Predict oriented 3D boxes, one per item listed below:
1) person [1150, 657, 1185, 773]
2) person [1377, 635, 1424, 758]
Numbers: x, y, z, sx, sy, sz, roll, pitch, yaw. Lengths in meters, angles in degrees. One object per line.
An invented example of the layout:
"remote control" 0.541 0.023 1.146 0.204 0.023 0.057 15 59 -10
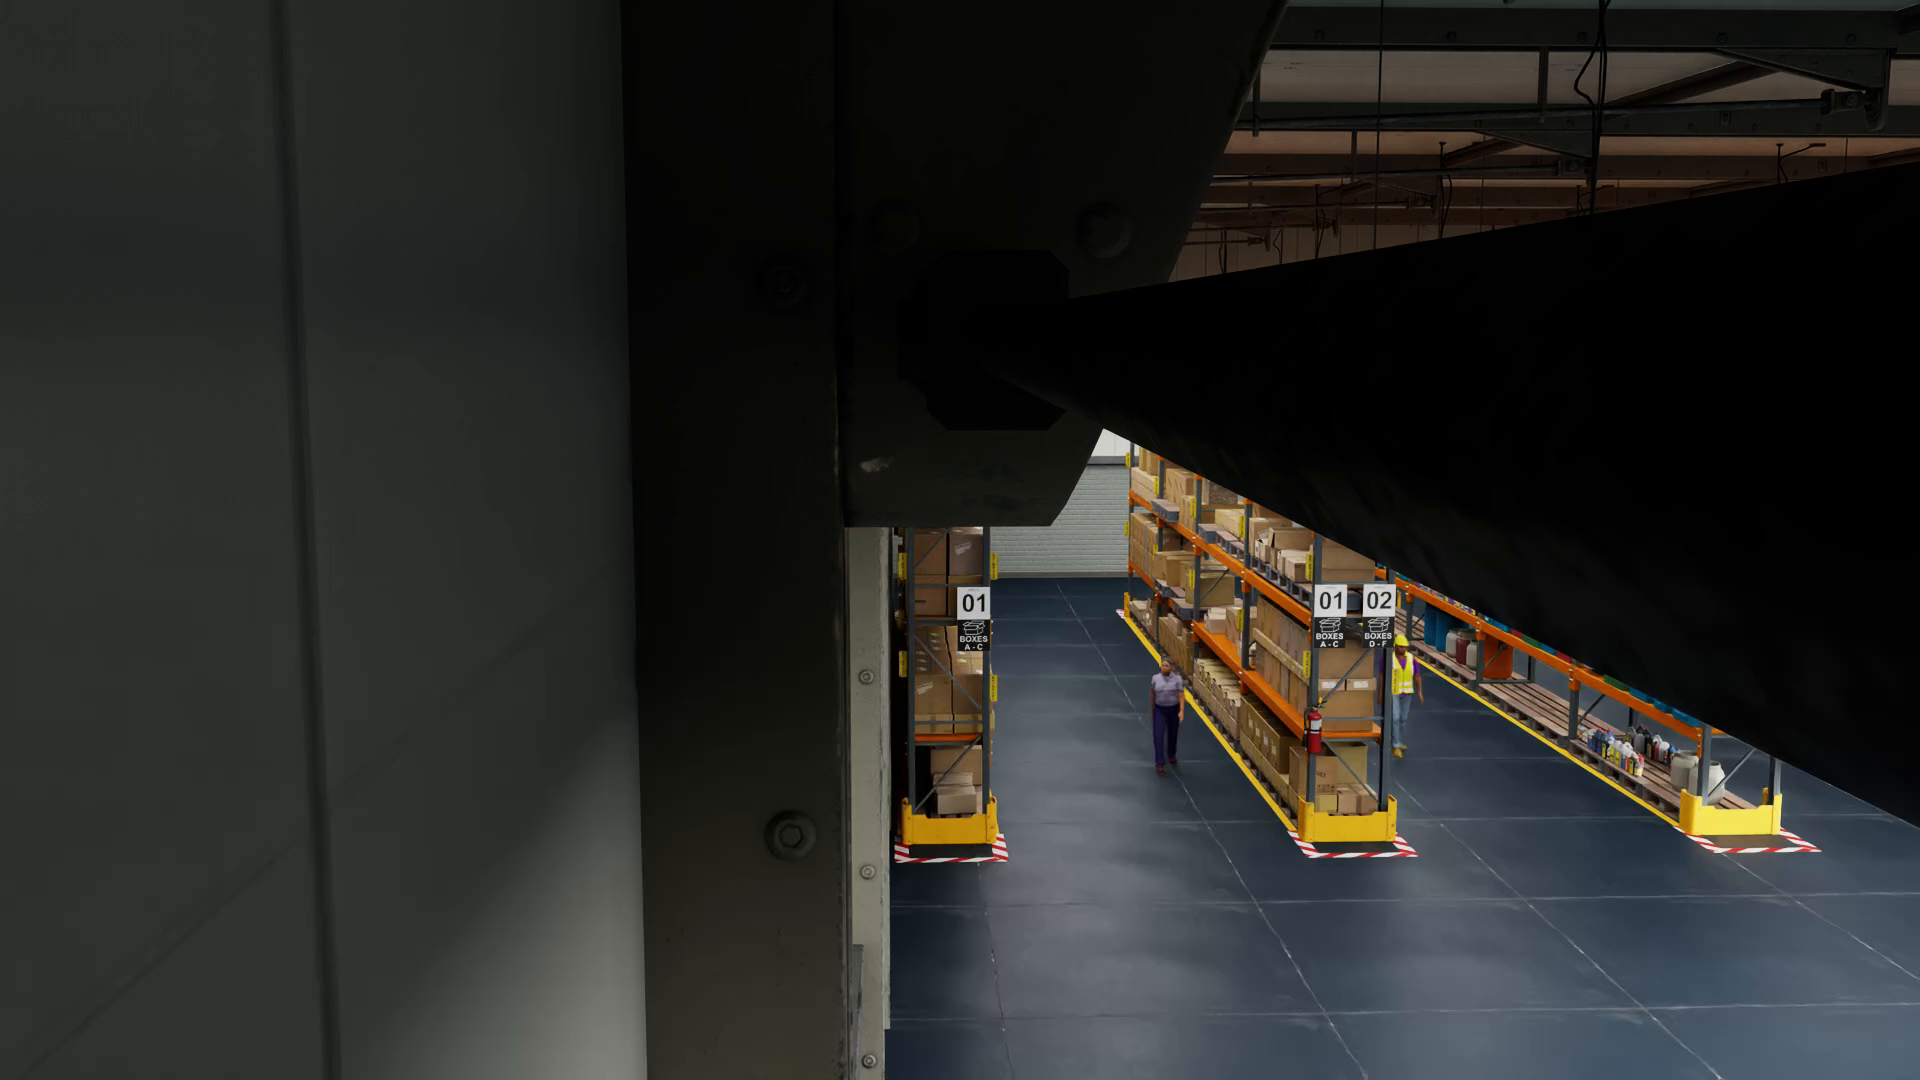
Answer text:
"person" 2.971 2.477 23.795 0.501 1.596 0.949 1 7 7
"person" 6.556 2.297 24.735 0.646 1.778 0.657 -1 7 -8
